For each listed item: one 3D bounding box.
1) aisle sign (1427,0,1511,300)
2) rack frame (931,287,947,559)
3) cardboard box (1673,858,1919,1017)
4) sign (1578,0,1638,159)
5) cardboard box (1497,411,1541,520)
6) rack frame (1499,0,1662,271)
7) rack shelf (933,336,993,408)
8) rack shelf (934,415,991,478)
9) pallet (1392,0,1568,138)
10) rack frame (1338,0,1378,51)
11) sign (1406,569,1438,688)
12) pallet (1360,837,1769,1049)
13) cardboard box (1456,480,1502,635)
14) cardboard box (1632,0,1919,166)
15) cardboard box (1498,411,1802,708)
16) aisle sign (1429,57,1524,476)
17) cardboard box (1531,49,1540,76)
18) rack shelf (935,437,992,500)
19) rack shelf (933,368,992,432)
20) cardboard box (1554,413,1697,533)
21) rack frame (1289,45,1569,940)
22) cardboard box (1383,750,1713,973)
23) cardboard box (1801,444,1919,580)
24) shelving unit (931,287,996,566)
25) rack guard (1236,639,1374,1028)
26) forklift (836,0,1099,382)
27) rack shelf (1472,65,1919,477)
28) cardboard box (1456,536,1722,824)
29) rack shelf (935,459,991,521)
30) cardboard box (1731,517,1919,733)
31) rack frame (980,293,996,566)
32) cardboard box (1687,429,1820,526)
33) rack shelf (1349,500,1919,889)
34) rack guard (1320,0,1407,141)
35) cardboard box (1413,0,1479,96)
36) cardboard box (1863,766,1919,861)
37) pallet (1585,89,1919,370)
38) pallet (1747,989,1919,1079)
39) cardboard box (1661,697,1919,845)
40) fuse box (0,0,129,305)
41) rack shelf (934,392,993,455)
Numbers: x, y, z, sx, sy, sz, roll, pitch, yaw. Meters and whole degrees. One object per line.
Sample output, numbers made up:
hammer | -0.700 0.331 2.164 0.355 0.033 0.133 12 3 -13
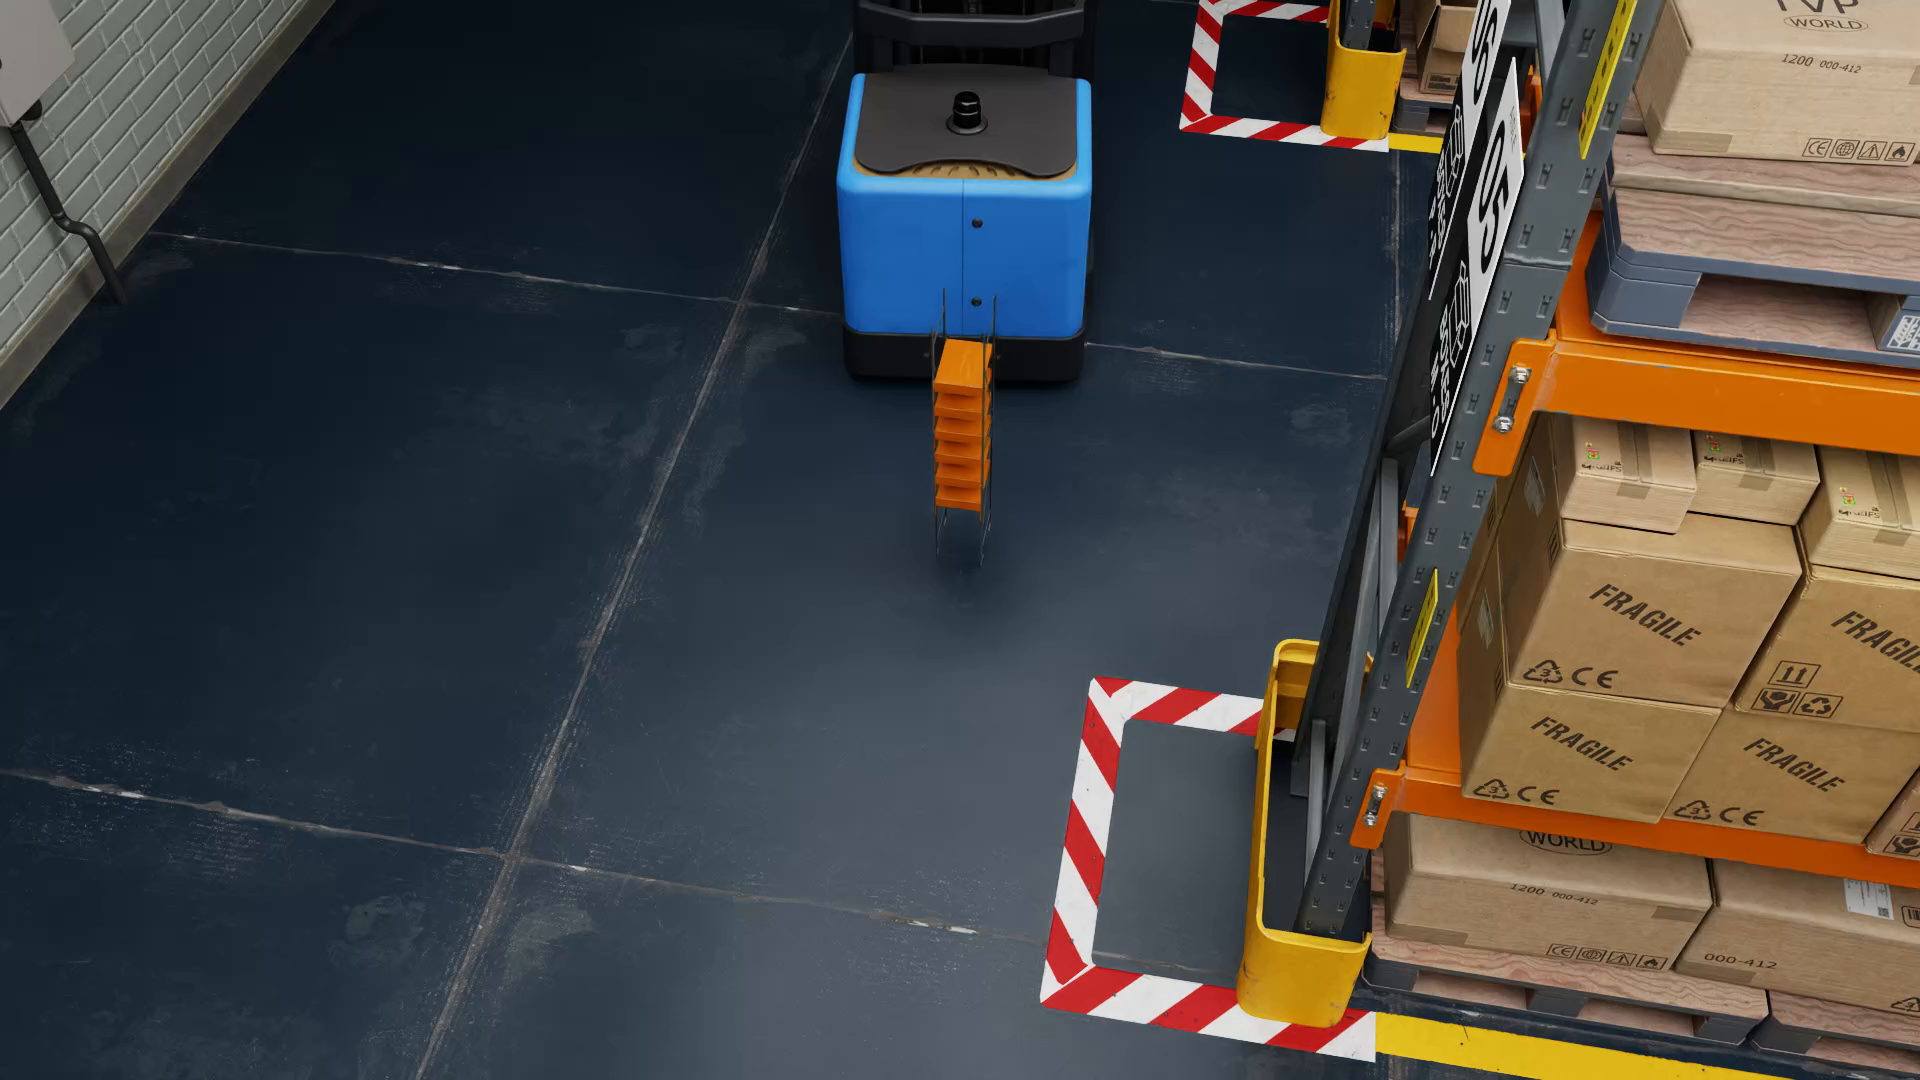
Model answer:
aisle sign | 1.166 -0.986 3.844 0.004 0.787 0.394 8 49 7
rack frame | -0.076 -0.411 6.285 0.006 1.200 0.240 8 49 7
cardboard box | 2.751 0.964 5.279 0.875 0.438 0.875 9 49 8
sign | 1.077 -0.796 2.763 0.005 0.325 0.100 8 49 7
cardboard box | 1.699 -0.359 4.288 0.500 0.500 0.500 9 49 8
rack frame | 1.182 -1.886 2.367 0.127 3.000 1.000 8 49 7
rack shelf | 0.014 -0.610 6.039 0.180 0.103 0.258 8 49 7
rack shelf | 0.014 -0.369 6.307 0.180 0.103 0.258 8 49 7
pallet | 2.920 -2.467 8.797 1.213 0.211 1.003 8 49 7
rack frame | 2.061 -3.514 7.863 0.127 3.000 1.000 8 49 7
sign | 1.077 0.209 3.882 0.005 0.325 0.100 8 49 7
pallet | 1.983 1.100 5.592 1.213 0.211 1.003 8 49 7
cardboard box | 1.704 -0.044 4.678 0.500 0.500 0.500 8 49 7
cardboard box | 1.641 -1.013 3.350 0.500 0.250 0.500 4 48 3
cardboard box | 1.604 0.024 3.945 0.500 0.500 0.500 7 48 6
aisle sign | 1.059 -0.547 3.449 0.004 0.787 0.394 8 49 7
cardboard box | 3.057 -2.467 8.556 0.250 0.149 0.380 6 48 5
rack shelf | 0.014 -0.289 6.396 0.180 0.103 0.258 8 49 7
rack shelf | 0.014 -0.530 6.128 0.180 0.103 0.258 8 49 7
cardboard box | 1.482 -0.215 3.723 0.250 0.149 0.380 9 49 8
rack frame | 1.182 0.119 4.598 0.127 3.000 1.000 8 49 7
cardboard box | 1.849 0.850 5.382 0.875 0.438 0.875 6 48 6
cardboard box | 1.988 -0.114 3.633 0.250 0.149 0.380 9 49 8
shelving unit | 0.014 -0.399 6.274 0.189 1.200 0.258 8 49 7
rack guard | 1.158 0.952 5.531 0.348 0.500 1.175 8 49 7
forklift | 0.078 -2.760 7.232 1.130 2.935 3.031 2 48 2
rack shelf | 3.150 -0.378 3.512 4.000 0.370 1.077 8 49 7
cardboard box | 1.603 0.360 4.315 0.500 0.500 0.500 7 48 7
rack shelf | 0.014 -0.209 6.486 0.180 0.103 0.258 8 49 7
cardboard box | 2.113 0.087 3.888 0.500 0.500 0.500 6 48 6
rack frame | 0.104 -0.387 6.263 0.006 1.200 0.240 8 49 7
cardboard box | 1.753 -0.233 3.739 0.250 0.149 0.380 9 49 8
rack shelf | 3.150 0.624 4.628 4.000 0.370 1.077 8 49 7
rack guard | 2.136 -2.669 8.784 0.348 0.500 1.175 8 49 7
cardboard box | 2.646 -2.670 8.501 0.637 0.503 0.797 6 48 5
cardboard box | 2.603 0.487 4.201 0.500 0.500 0.500 7 48 7
pallet | 1.914 -0.763 3.434 1.213 0.211 1.003 8 49 7
pallet | 3.180 1.263 5.445 1.213 0.211 1.003 8 49 7
cardboard box | 2.106 0.406 4.273 0.500 0.500 0.500 7 48 6
fuse box | -3.854 -1.697 7.097 0.414 1.711 0.539 8 49 7
rack shelf | 0.014 -0.450 6.218 0.180 0.103 0.258 8 49 7
